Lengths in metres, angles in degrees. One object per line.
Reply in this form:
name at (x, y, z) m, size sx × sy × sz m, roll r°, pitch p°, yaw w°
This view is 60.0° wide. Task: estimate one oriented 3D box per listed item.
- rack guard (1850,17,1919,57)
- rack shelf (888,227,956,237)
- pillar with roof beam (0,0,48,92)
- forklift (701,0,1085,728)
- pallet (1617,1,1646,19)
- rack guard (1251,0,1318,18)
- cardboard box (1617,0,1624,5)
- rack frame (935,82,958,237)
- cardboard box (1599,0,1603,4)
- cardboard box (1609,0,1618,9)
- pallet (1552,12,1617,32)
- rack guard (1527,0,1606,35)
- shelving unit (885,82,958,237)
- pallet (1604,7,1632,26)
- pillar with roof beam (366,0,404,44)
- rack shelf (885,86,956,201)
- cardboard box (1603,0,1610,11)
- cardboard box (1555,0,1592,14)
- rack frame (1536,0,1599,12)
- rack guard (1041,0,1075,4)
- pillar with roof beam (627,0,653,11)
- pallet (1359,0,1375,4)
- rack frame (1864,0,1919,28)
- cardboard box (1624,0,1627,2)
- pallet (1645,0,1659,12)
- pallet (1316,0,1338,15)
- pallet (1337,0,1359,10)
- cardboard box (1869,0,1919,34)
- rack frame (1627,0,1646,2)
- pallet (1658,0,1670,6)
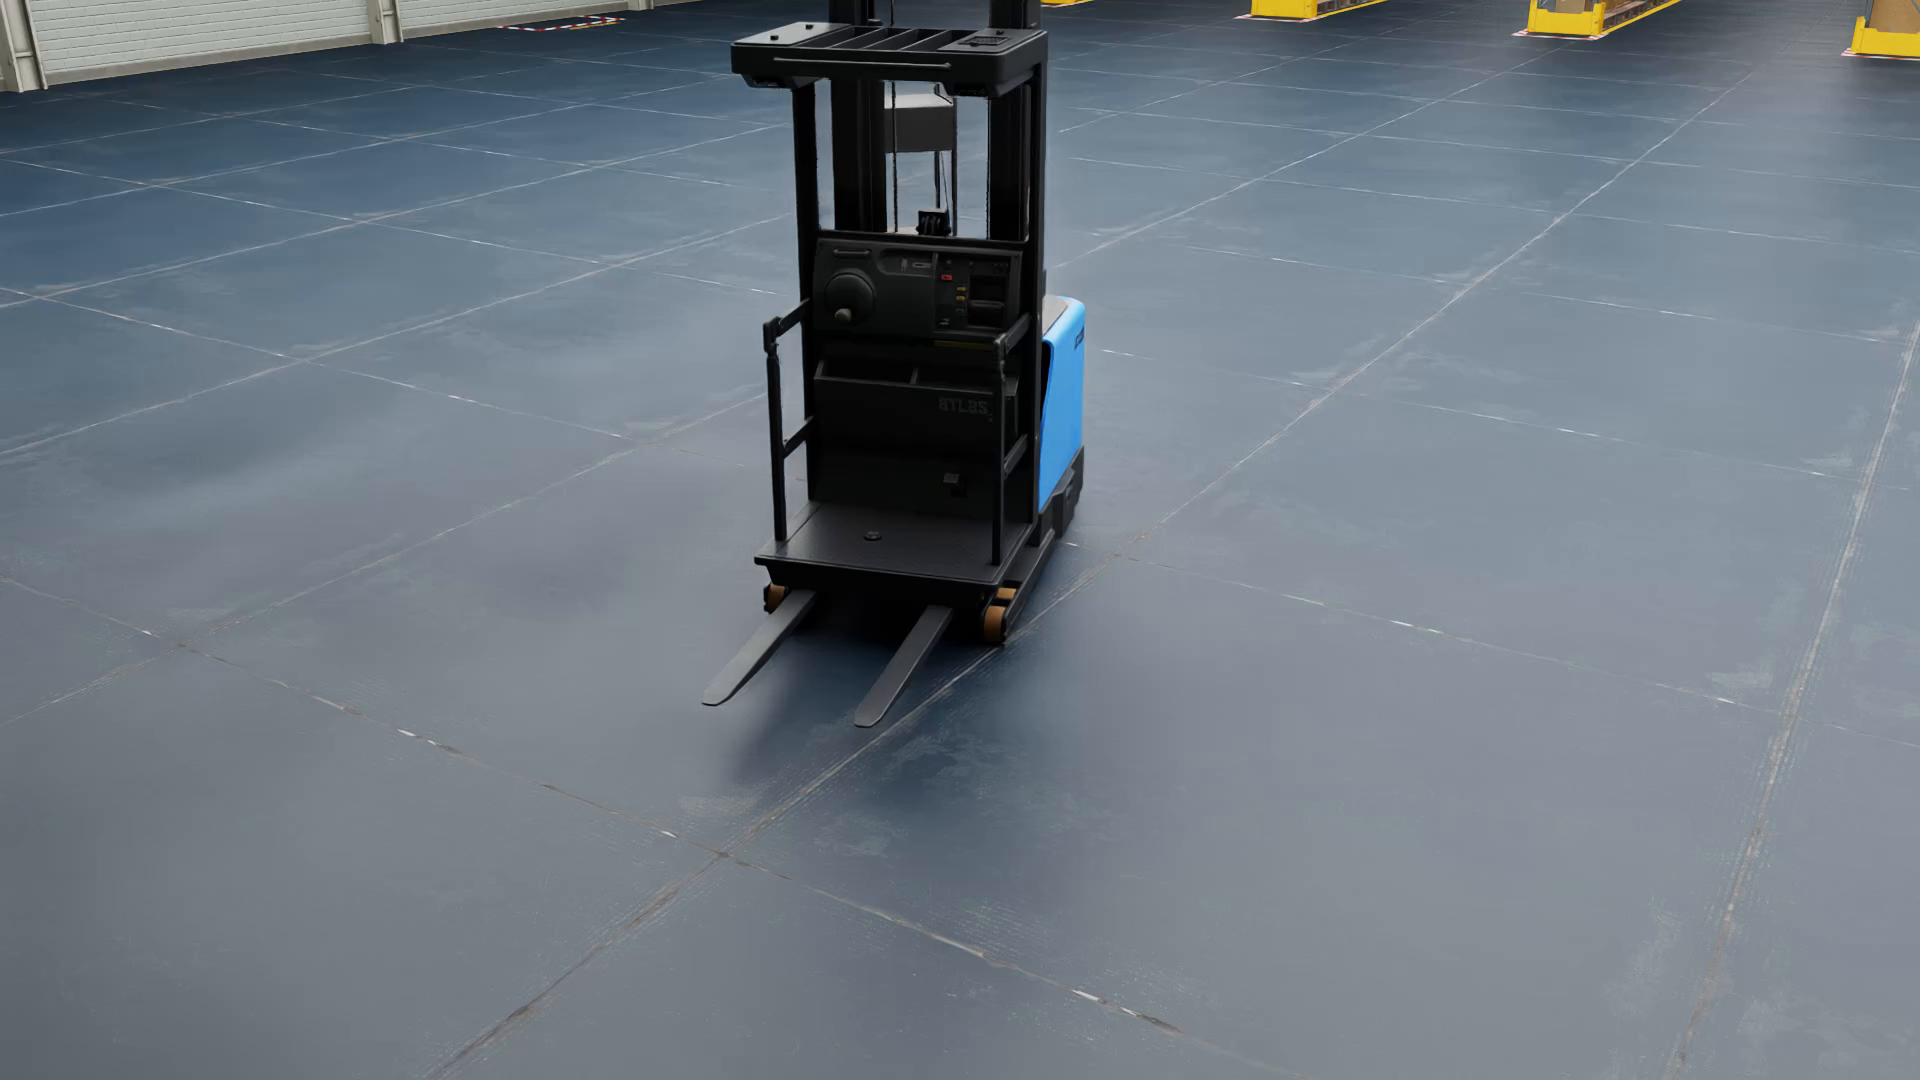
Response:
rack guard at (14.268, -7.662, 25.320) m, size 1.175 × 0.500 × 0.348 m, roll 14°, pitch 27°, yaw 29°
rack shelf at (-0.307, -1.397, 8.869) m, size 0.480 × 0.518 × 0.431 m, roll -6°, pitch 24°, yaw -14°
pillar with roof beam at (-8.707, -9.198, 18.170) m, size 9.100 × 9.000 × 0.400 m, roll 14°, pitch 27°, yaw 29°
forklift at (-0.245, -1.068, 7.028) m, size 1.130 × 2.935 × 3.031 m, roll 6°, pitch 24°, yaw 14°
pallet at (11.906, -9.727, 30.453) m, size 1.003 × 0.211 × 1.213 m, roll 14°, pitch 27°, yaw 29°
rack guard at (5.913, -9.817, 30.298) m, size 1.175 × 0.500 × 0.348 m, roll 14°, pitch 27°, yaw 29°
cardboard box at (11.690, -9.965, 30.111) m, size 0.500 × 0.500 × 0.500 m, roll -18°, pitch 29°, yaw -36°
rack frame at (-0.071, -1.434, 8.921) m, size 0.015 × 2.100 × 0.400 m, roll -6°, pitch 24°, yaw -14°
cardboard box at (10.750, -9.353, 28.696) m, size 0.500 × 0.500 × 0.500 m, roll -20°, pitch 31°, yaw -39°
cardboard box at (11.429, -9.739, 29.589) m, size 0.500 × 0.500 × 0.500 m, roll 11°, pitch 26°, yaw 24°
pallet at (10.619, -8.904, 28.551) m, size 1.003 × 0.211 × 1.213 m, roll 14°, pitch 27°, yaw 29°
rack guard at (10.161, -8.769, 27.877) m, size 1.175 × 0.500 × 0.348 m, roll 14°, pitch 27°, yaw 29°
shelving unit at (-0.307, -1.410, 8.863) m, size 0.503 × 2.100 × 0.431 m, roll -6°, pitch 24°, yaw -14°
pallet at (11.264, -9.314, 29.499) m, size 1.003 × 0.211 × 1.213 m, roll 14°, pitch 27°, yaw 29°
pillar with roof beam at (-5.542, -11.223, 22.848) m, size 9.100 × 9.000 × 0.400 m, roll 14°, pitch 27°, yaw 29°
rack shelf at (-0.307, -2.040, 8.591) m, size 0.480 × 0.518 × 0.431 m, roll -6°, pitch 24°, yaw -14°
cardboard box at (11.097, -9.560, 29.175) m, size 0.500 × 0.500 × 0.500 m, roll 17°, pitch 29°, yaw 34°
cardboard box at (10.464, -9.144, 28.214) m, size 0.500 × 0.500 × 0.500 m, roll 20°, pitch 30°, yaw 38°
rack frame at (10.121, -9.891, 27.322) m, size 1.000 × 3.000 × 0.127 m, roll 14°, pitch 27°, yaw 29°
rack guard at (1.694, -10.813, 32.598) m, size 1.175 × 0.500 × 0.348 m, roll 14°, pitch 27°, yaw 29°
pillar with roof beam at (-2.377, -13.248, 27.526) m, size 9.100 × 9.000 × 0.400 m, roll 14°, pitch 27°, yaw 29°
pallet at (7.633, -10.781, 32.888) m, size 1.003 × 0.211 × 1.213 m, roll 14°, pitch 27°, yaw 29°
rack frame at (14.281, -8.817, 24.842) m, size 1.000 × 3.000 × 0.127 m, roll 14°, pitch 27°, yaw 29°
cardboard box at (11.986, -10.160, 30.561) m, size 0.500 × 0.500 × 0.500 m, roll 13°, pitch 27°, yaw 27°
pallet at (12.640, -10.224, 31.602) m, size 1.003 × 0.211 × 1.213 m, roll 14°, pitch 27°, yaw 29°
pallet at (6.346, -9.958, 30.986) m, size 1.003 × 0.211 × 1.213 m, roll 14°, pitch 27°, yaw 29°
pallet at (6.990, -10.368, 31.933) m, size 1.003 × 0.211 × 1.213 m, roll 14°, pitch 27°, yaw 29°
cardboard box at (14.583, -8.278, 25.741) m, size 0.875 × 0.875 × 0.875 m, roll 14°, pitch 27°, yaw 29°
rack frame at (12.231, -11.241, 30.440) m, size 1.000 × 3.000 × 0.127 m, roll 14°, pitch 27°, yaw 29°
pallet at (13.283, -10.638, 32.557) m, size 1.003 × 0.211 × 1.213 m, roll 14°, pitch 27°, yaw 29°
